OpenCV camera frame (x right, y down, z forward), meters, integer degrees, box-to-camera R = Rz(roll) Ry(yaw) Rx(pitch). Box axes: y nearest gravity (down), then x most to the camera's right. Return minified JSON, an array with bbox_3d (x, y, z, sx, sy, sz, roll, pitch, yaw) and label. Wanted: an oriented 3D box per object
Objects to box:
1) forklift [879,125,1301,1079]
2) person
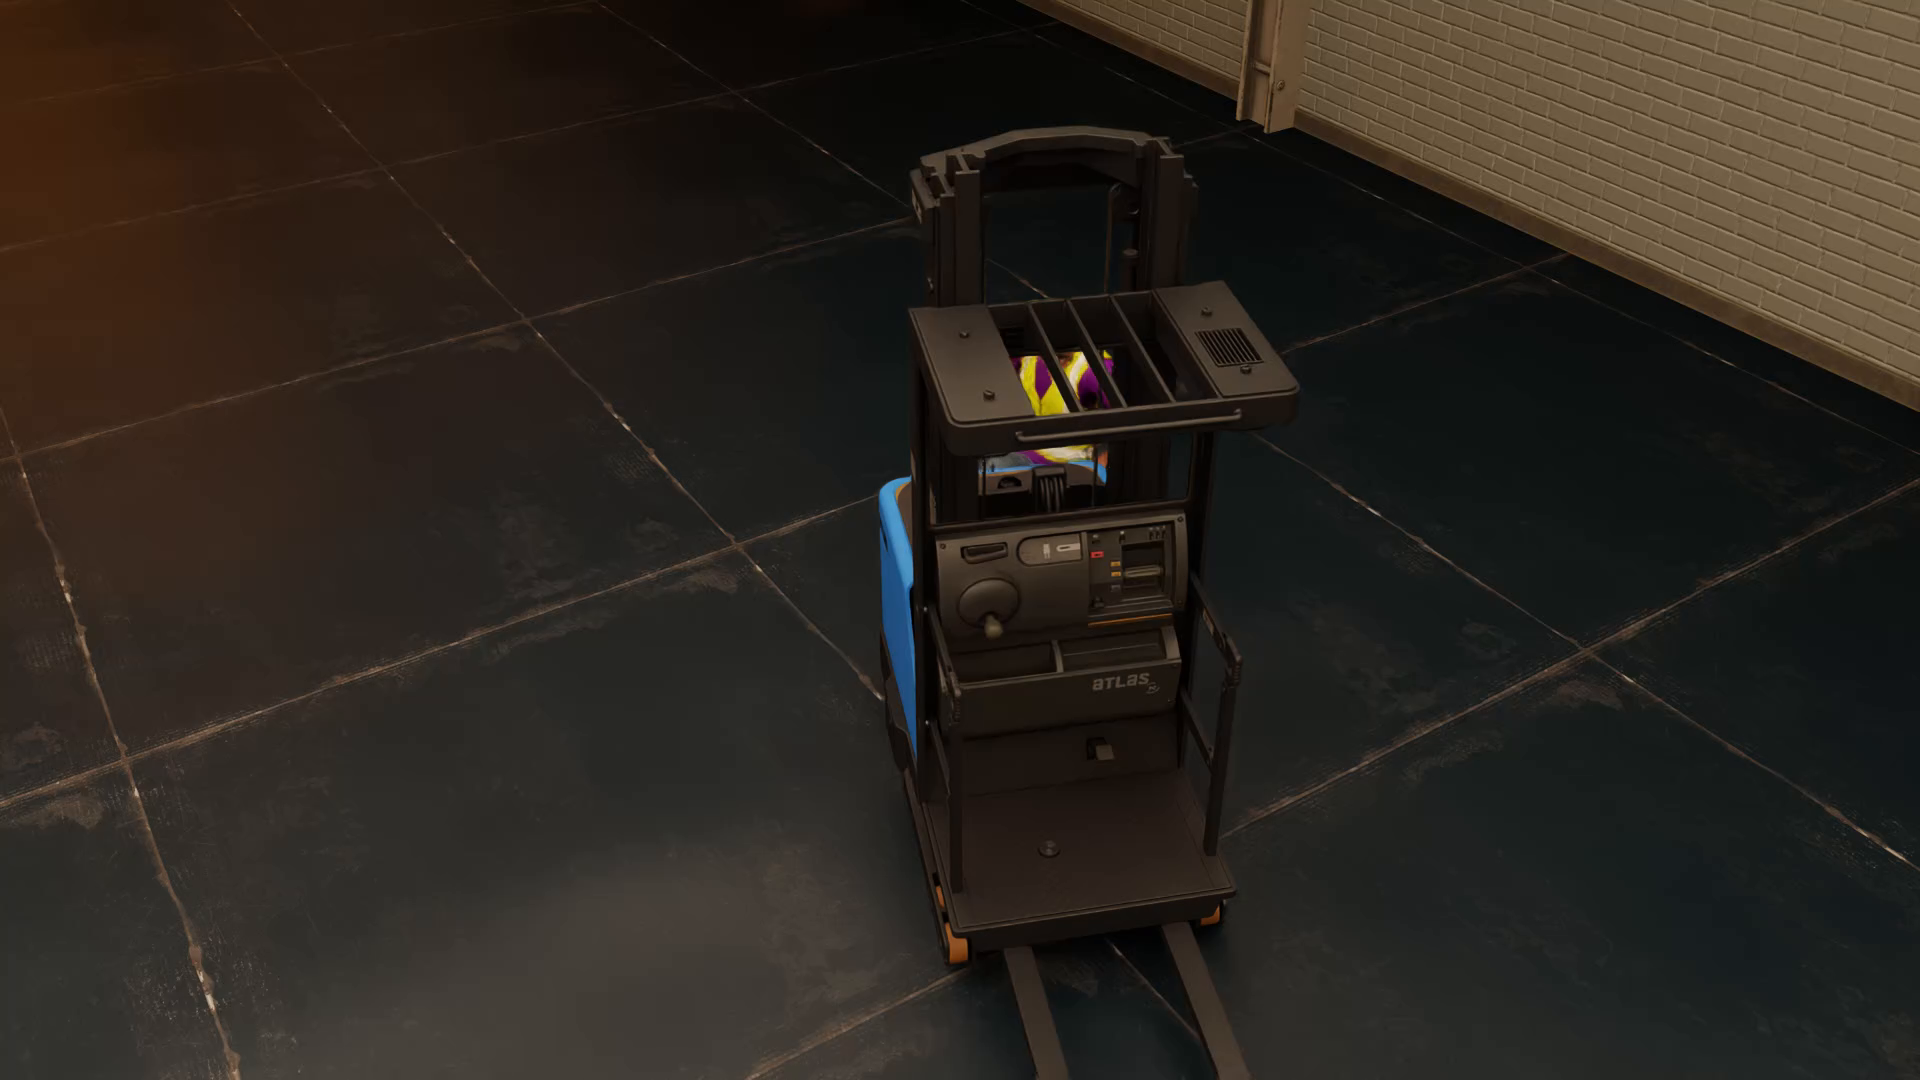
[{"bbox_3d":[0.418,0.193,5.873,1.130,2.935,3.031,-6,36,-9],"label":"forklift"},{"bbox_3d":[0.427,-0.401,7.907,1.258,1.562,0.935,23,41,29],"label":"person"}]
